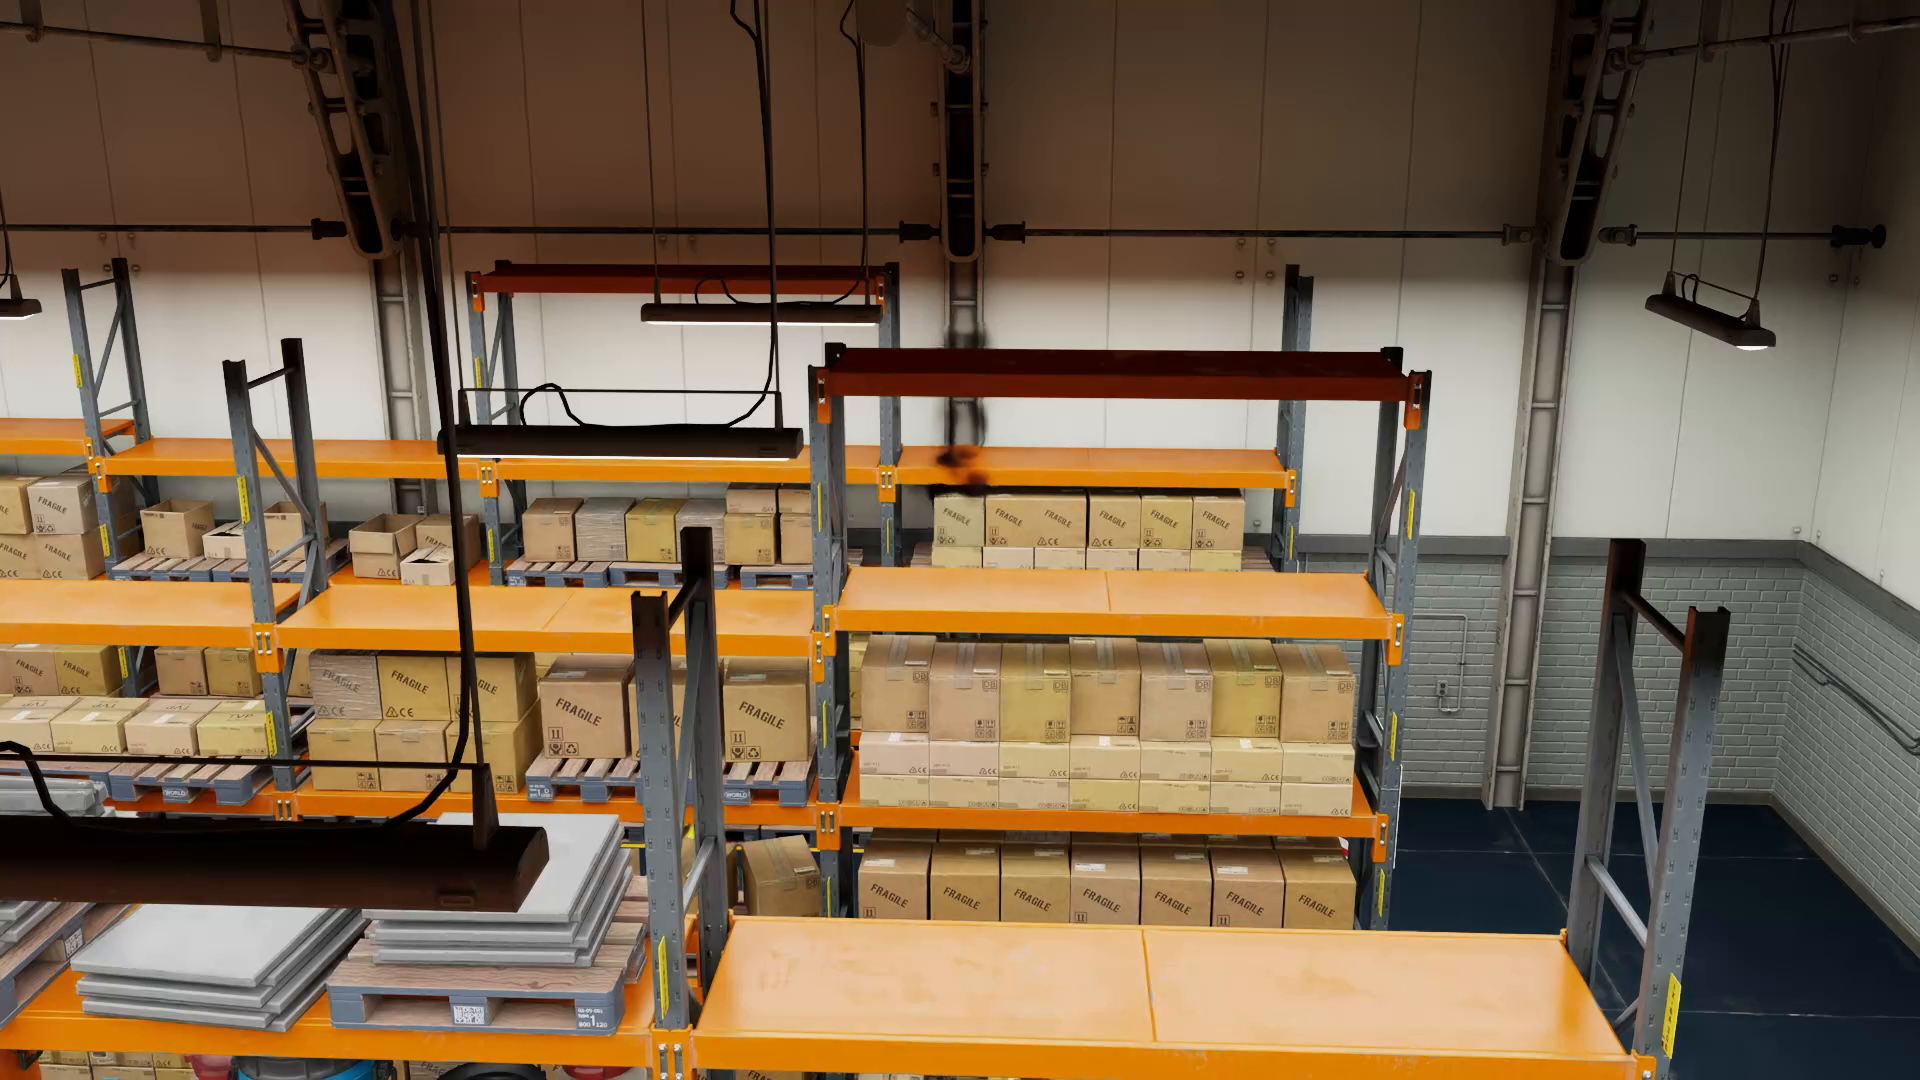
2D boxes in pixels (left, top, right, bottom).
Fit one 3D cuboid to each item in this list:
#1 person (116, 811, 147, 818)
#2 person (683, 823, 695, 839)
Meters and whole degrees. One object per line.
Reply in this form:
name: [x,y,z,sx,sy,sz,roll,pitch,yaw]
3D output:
person: [-7.823,2.896,15.691,0.898,1.698,0.700,-2,16,-6]
person: [-2.130,3.170,14.736,1.009,1.712,0.716,1,16,2]
